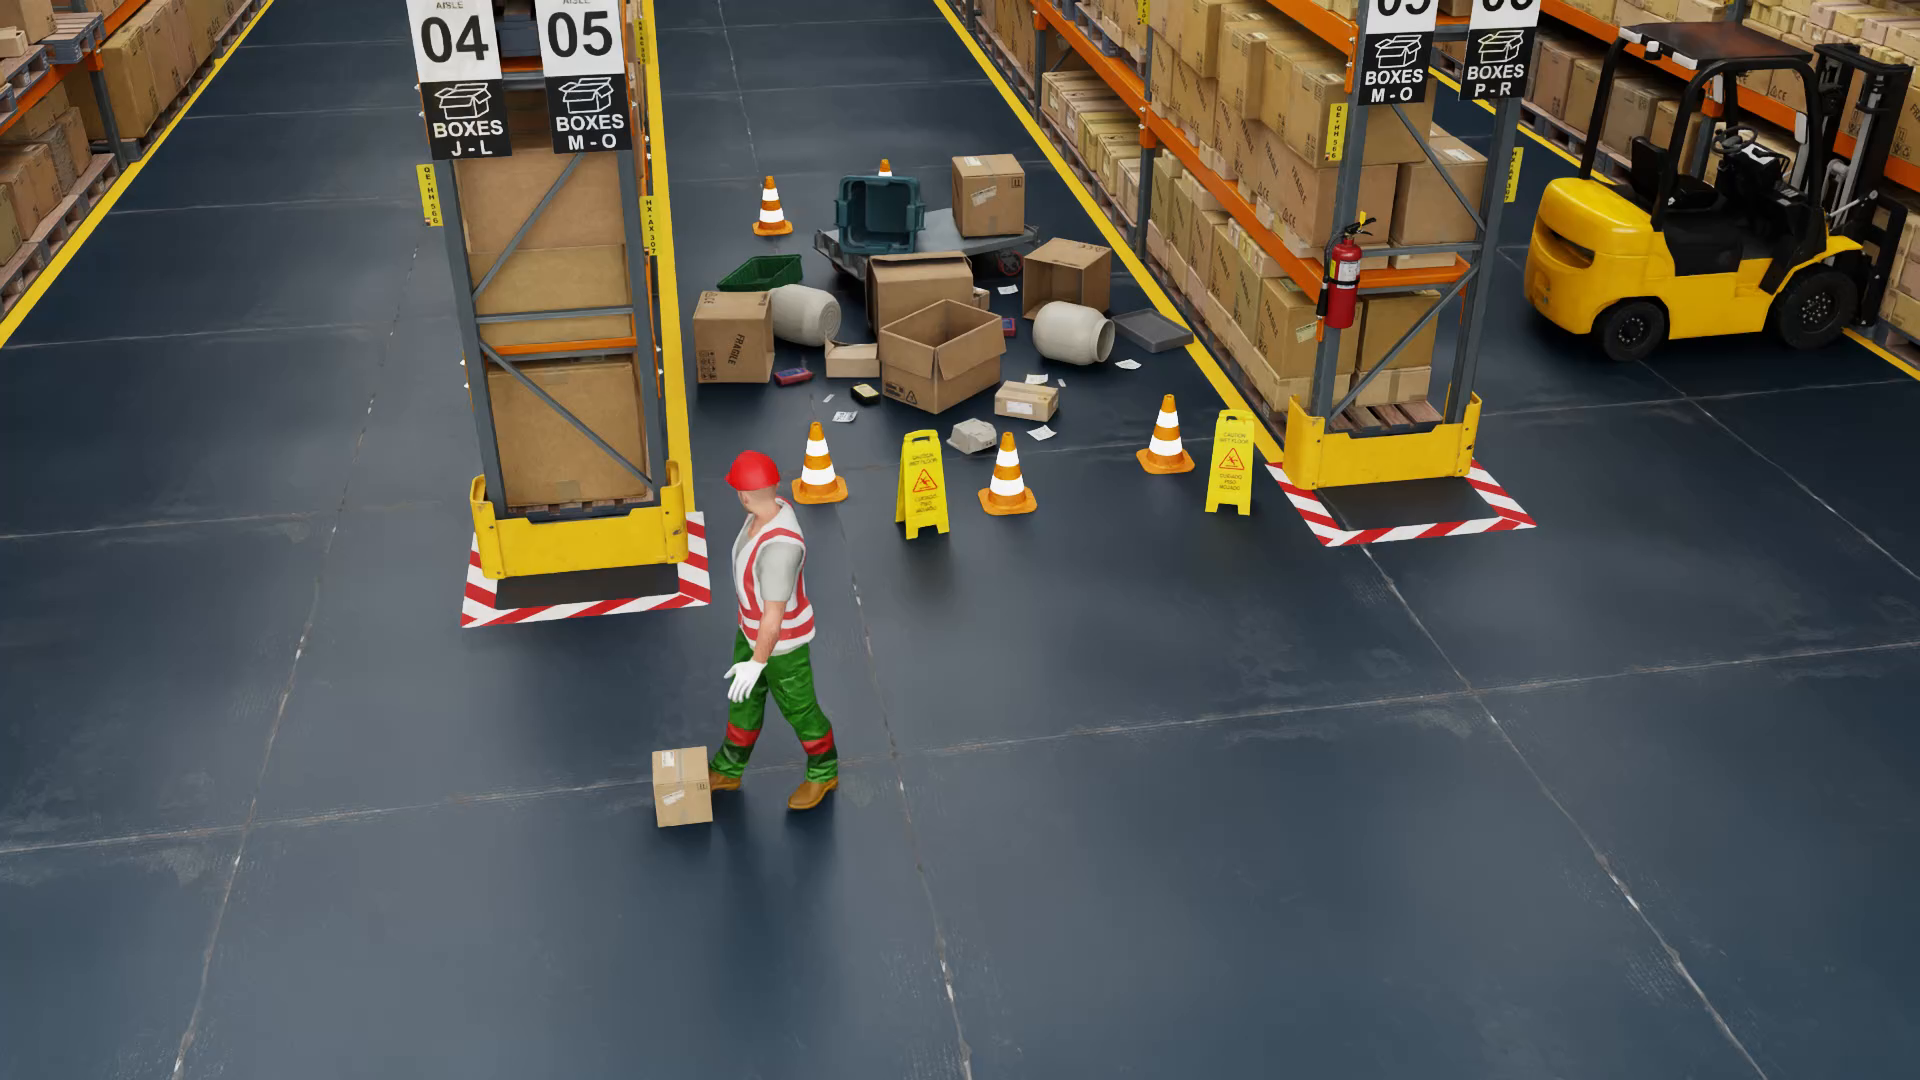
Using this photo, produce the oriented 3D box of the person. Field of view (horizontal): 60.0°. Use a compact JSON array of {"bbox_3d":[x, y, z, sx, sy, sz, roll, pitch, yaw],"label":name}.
[{"bbox_3d":[-0.919,0.447,7.310,0.727,1.770,0.615,-12,32,-19],"label":"person"}]
